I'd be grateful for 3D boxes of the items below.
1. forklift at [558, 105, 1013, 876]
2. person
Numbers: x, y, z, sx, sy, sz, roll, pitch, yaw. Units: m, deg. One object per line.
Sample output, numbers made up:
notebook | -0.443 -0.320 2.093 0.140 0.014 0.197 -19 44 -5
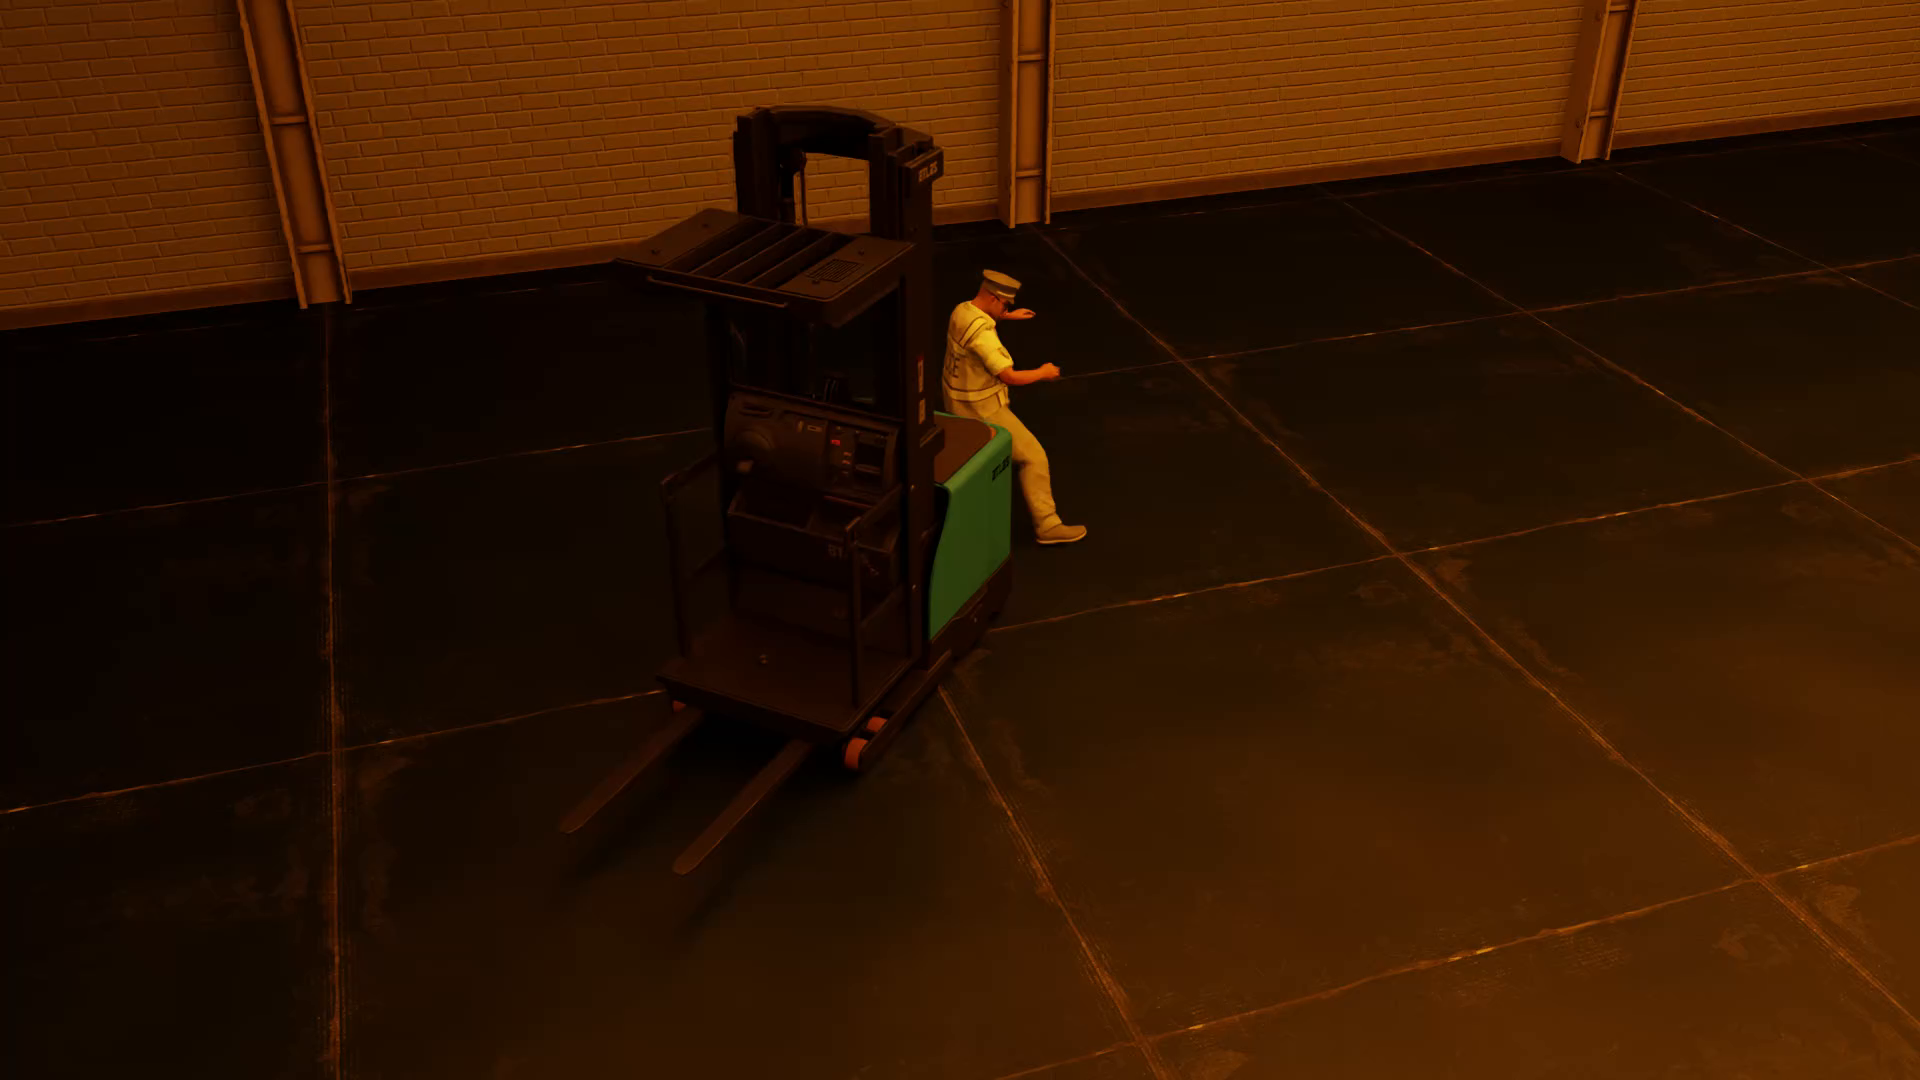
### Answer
forklift | -0.811 -0.397 7.776 1.130 2.935 3.031 14 33 23
person | 0.260 -0.917 10.076 0.743 1.538 1.278 -8 31 -13
